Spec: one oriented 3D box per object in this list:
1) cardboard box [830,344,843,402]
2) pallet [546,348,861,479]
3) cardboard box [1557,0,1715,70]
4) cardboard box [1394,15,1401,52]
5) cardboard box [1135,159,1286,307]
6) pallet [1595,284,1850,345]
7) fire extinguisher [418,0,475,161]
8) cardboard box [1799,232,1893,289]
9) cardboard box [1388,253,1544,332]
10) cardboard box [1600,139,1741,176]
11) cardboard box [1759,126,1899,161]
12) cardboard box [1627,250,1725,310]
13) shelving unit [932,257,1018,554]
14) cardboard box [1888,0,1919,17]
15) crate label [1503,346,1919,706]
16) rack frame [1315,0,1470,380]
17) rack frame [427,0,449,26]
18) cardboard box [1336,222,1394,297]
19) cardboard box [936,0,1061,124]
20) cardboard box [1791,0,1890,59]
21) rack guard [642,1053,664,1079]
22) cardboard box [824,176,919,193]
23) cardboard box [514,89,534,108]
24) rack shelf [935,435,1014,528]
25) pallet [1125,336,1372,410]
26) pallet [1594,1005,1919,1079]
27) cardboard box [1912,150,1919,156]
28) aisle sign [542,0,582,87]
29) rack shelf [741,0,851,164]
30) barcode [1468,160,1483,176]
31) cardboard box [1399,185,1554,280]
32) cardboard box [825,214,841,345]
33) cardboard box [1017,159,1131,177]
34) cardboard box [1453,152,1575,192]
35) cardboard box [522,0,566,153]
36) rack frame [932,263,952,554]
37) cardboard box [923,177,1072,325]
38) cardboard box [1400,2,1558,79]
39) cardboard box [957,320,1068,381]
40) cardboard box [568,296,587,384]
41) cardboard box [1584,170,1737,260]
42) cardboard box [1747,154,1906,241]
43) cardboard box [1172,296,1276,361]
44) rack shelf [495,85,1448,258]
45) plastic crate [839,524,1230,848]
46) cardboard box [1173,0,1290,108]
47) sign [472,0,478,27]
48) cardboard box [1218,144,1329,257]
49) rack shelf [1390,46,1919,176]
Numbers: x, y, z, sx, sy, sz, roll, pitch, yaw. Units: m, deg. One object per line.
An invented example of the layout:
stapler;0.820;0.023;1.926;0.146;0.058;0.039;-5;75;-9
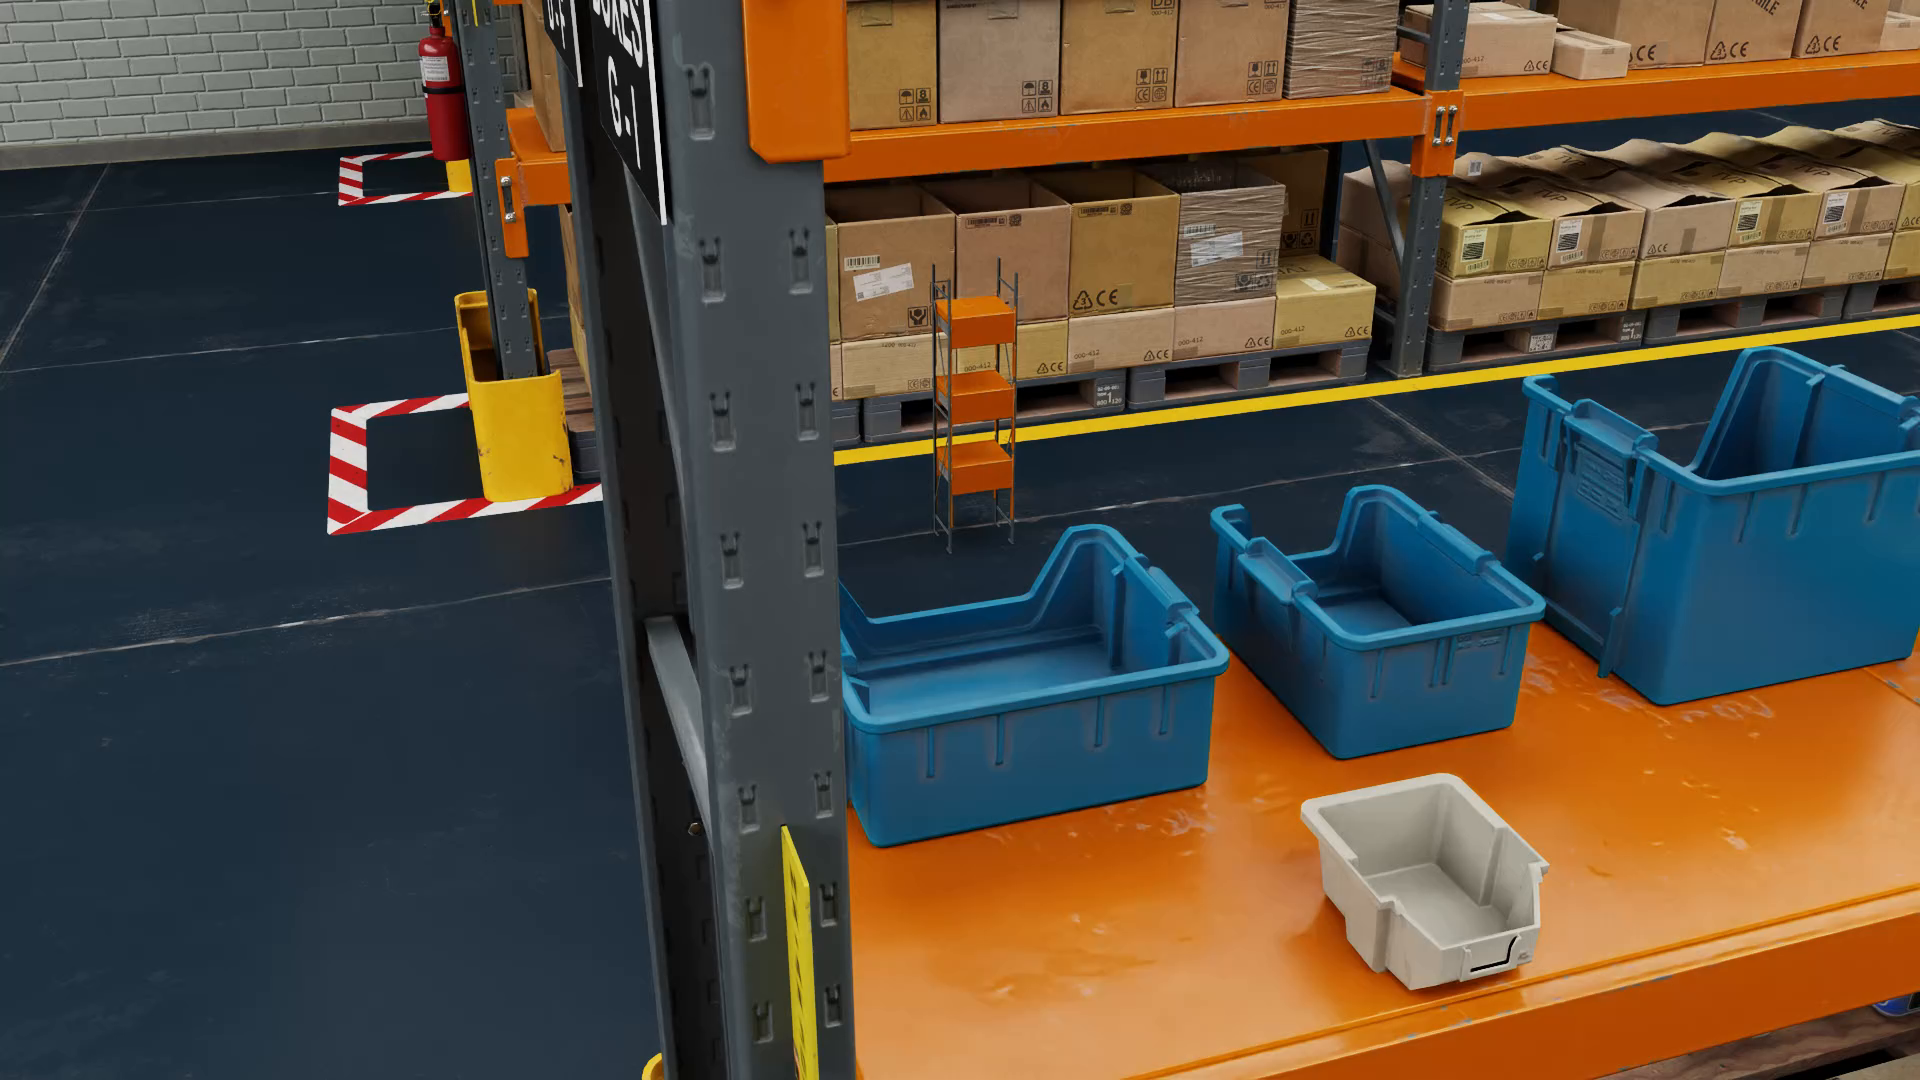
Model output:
cardboard box;-0.802;-0.764;7.036;0.500;0.250;0.500;-8;28;-16
pallet;-1.141;-0.632;7.285;1.213;0.211;1.003;-8;28;-16
cardboard box;3.185;-2.524;7.849;0.500;0.500;0.500;-6;27;-12
cardboard box;3.020;-3.888;13.024;0.500;0.500;0.700;-8;28;-16
cardboard box;1.096;-1.380;7.434;0.500;0.500;0.500;-8;28;-16
pallet;3.799;-1.347;8.726;1.213;0.211;1.003;-8;28;-16
fire extinguisher;-2.111;-1.903;6.797;0.183;0.674;0.296;-8;28;-16
cardboard box;4.359;-1.500;8.517;0.500;0.250;0.500;-8;27;-15
cardboard box;2.409;-1.216;7.945;0.500;0.250;0.500;-9;28;-17
cardboard box;3.692;-1.903;8.698;0.500;0.311;0.500;-9;28;-17
cardboard box;4.666;-2.043;8.981;0.500;0.311;0.500;-9;28;-17
cardboard box;3.387;-1.358;8.232;0.500;0.250;0.500;-9;28;-18
shelving unit;0.051;-0.478;6.031;0.252;1.050;0.215;-8;28;-16
cardboard box;4.841;-2.778;8.572;0.500;0.311;0.500;-9;28;-17
crate label;1.342;-0.046;2.930;0.616;0.435;0.502;-8;28;-16
rack frame;1.948;-2.308;7.526;0.127;3.000;1.000;-8;28;-16
rack frame;-3.393;-3.851;10.635;0.127;3.000;1.000;-8;28;-16
cardboard box;2.253;-1.444;8.406;0.500;0.250;0.500;-9;28;-17
cardboard box;0.064;-2.075;6.945;0.500;0.500;0.700;-7;27;-15
cardboard box;4.161;-2.666;8.134;0.500;0.500;0.500;-10;28;-19
rack guard;-0.267;1.427;2.814;0.348;0.500;1.175;-8;28;-16
cardboard box;-0.491;-1.393;7.460;0.500;0.500;0.500;-8;28;-16
cardboard box;-2.707;-2.901;11.250;0.500;0.311;0.500;-12;29;-22
rack shelf;0.051;-0.219;6.160;0.240;0.259;0.215;-8;28;-16
pallet;1.179;-0.968;7.961;1.213;0.211;1.003;-8;28;-16
pallet;1.665;1.280;3.434;1.213;0.211;1.003;-8;28;-16
cardboard box;5.330;-1.891;8.674;0.500;0.311;0.500;-8;27;-15
aisle sign;-0.485;-0.943;1.852;0.004;0.787;0.394;-8;28;-16
rack shelf;1.577;-0.959;2.245;4.000;0.370;1.077;-8;28;-16
barcode;2.320;-1.675;7.487;0.075;0.075;0.001;-8;28;-16
cardboard box;2.418;-1.468;7.822;0.500;0.311;0.500;-8;28;-16
cardboard box;-0.801;-1.099;6.868;0.500;0.500;0.500;-8;28;-16
cardboard box;0.460;-1.531;7.738;0.500;0.500;0.500;-8;28;-16
cardboard box;2.737;-1.767;8.426;0.500;0.311;0.500;-7;27;-15
cardboard box;-1.407;-1.861;6.513;0.500;0.500;0.700;-8;28;-16
rack frame;-0.065;-0.461;5.998;0.008;1.050;0.200;-8;28;-16
cardboard box;0.151;-1.235;7.141;0.500;0.500;0.500;-8;28;-16
cardboard box;2.403;-2.327;7.733;0.500;0.250;0.500;-7;27;-13
cardboard box;0.151;-0.900;7.309;0.500;0.250;0.500;-8;28;-16
cardboard box;-1.437;-0.913;7.335;0.500;0.250;0.500;-8;28;-16
cardboard box;3.388;-1.606;8.101;0.500;0.311;0.500;-9;28;-18
cardboard box;4.357;-1.748;8.387;0.500;0.311;0.500;-8;28;-16
cardboard box;1.097;-1.044;7.599;0.500;0.250;0.500;-8;28;-16
rack shelf;0.047;-1.711;7.131;4.000;0.370;1.077;-8;28;-16
plastic crate;0.059;0.209;2.624;0.616;0.251;0.499;-8;28;-16
cardboard box;1.029;-2.214;7.224;0.500;0.500;0.700;-9;28;-17
sign;-1.689;-1.945;5.732;0.005;0.325;0.100;-8;28;-16
cardboard box;1.410;-1.669;8.016;0.500;0.500;0.500;-8;28;-16
rack shelf;3.850;-2.261;8.241;4.000;0.370;1.077;-8;28;-16
